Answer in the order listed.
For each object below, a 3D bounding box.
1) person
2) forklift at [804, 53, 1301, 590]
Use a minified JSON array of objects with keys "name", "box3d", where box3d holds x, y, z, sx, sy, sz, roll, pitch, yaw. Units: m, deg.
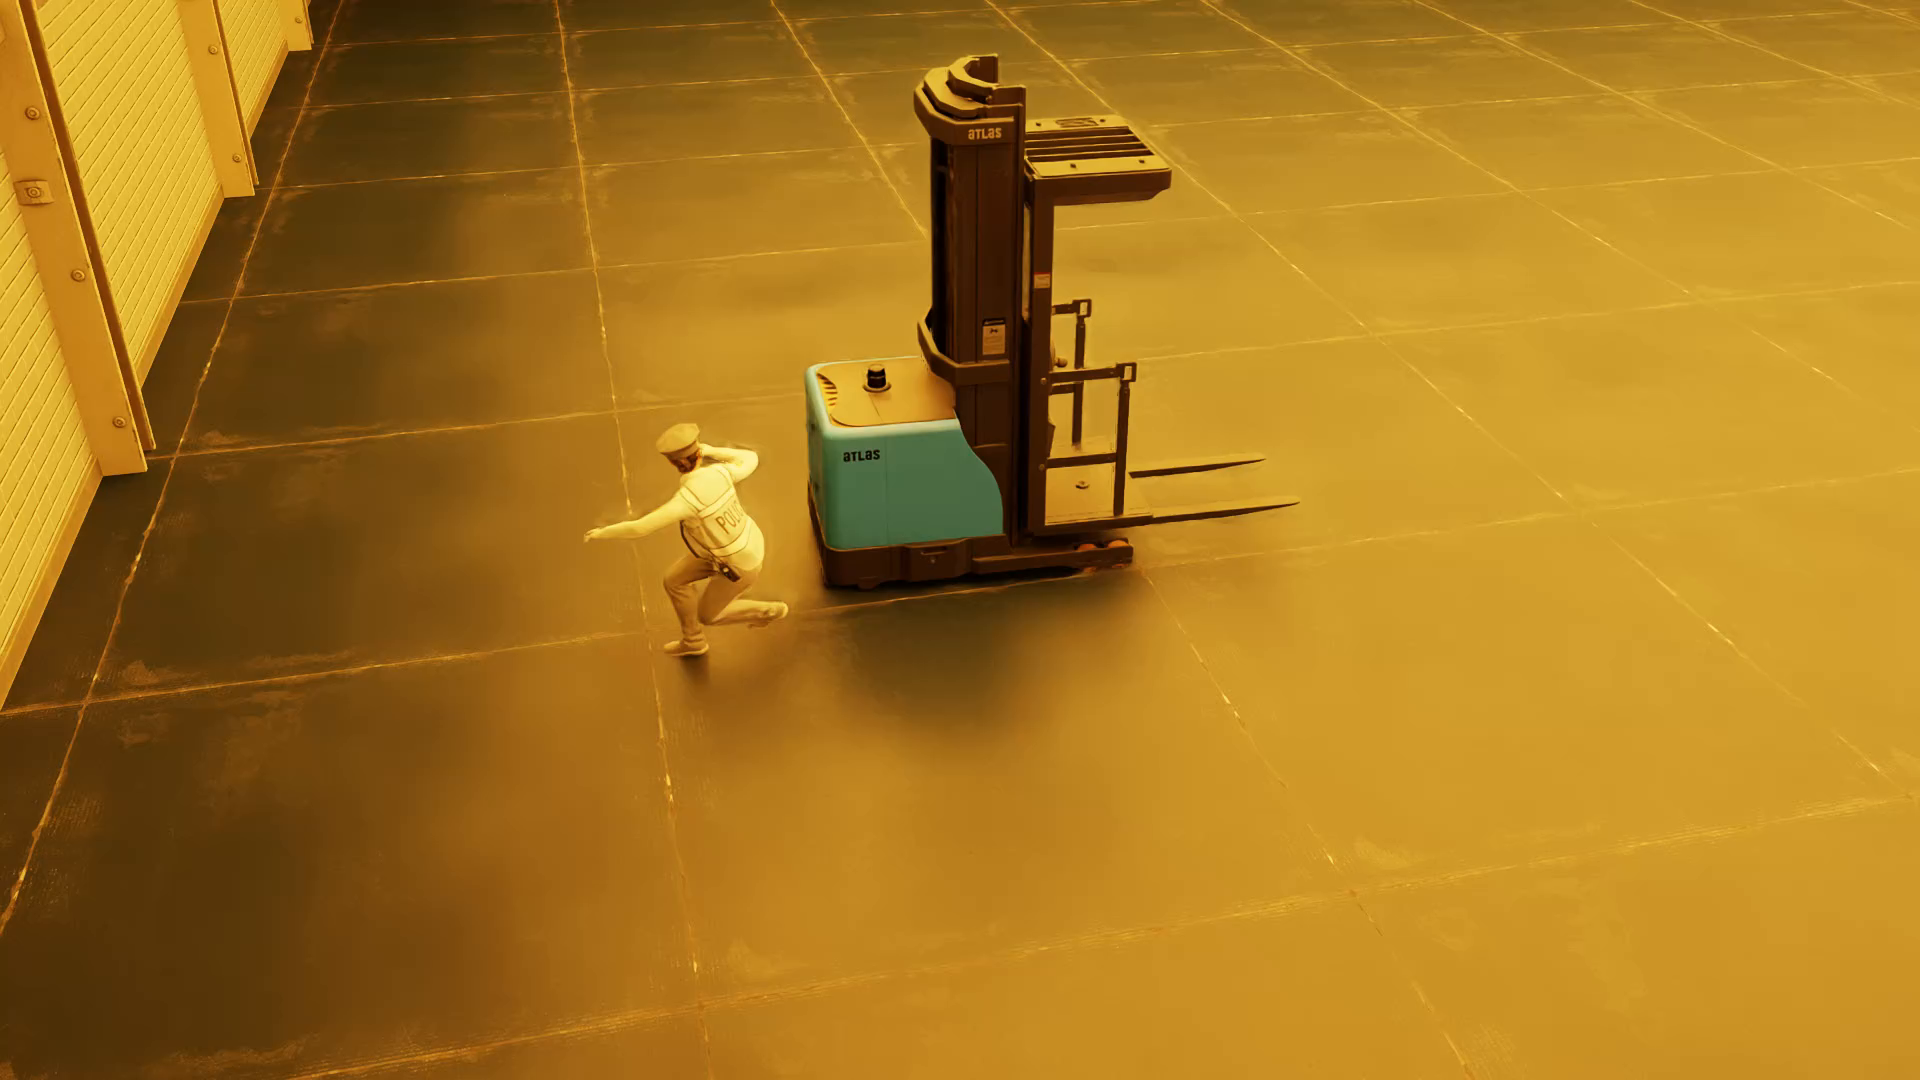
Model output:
[{"name":"person","box3d":[-1.495,-0.008,9.134,1.047,1.424,0.760,1,30,1]},{"name":"forklift","box3d":[0.598,-1.332,9.875,3.031,2.935,1.130,-6,31,-10]}]
